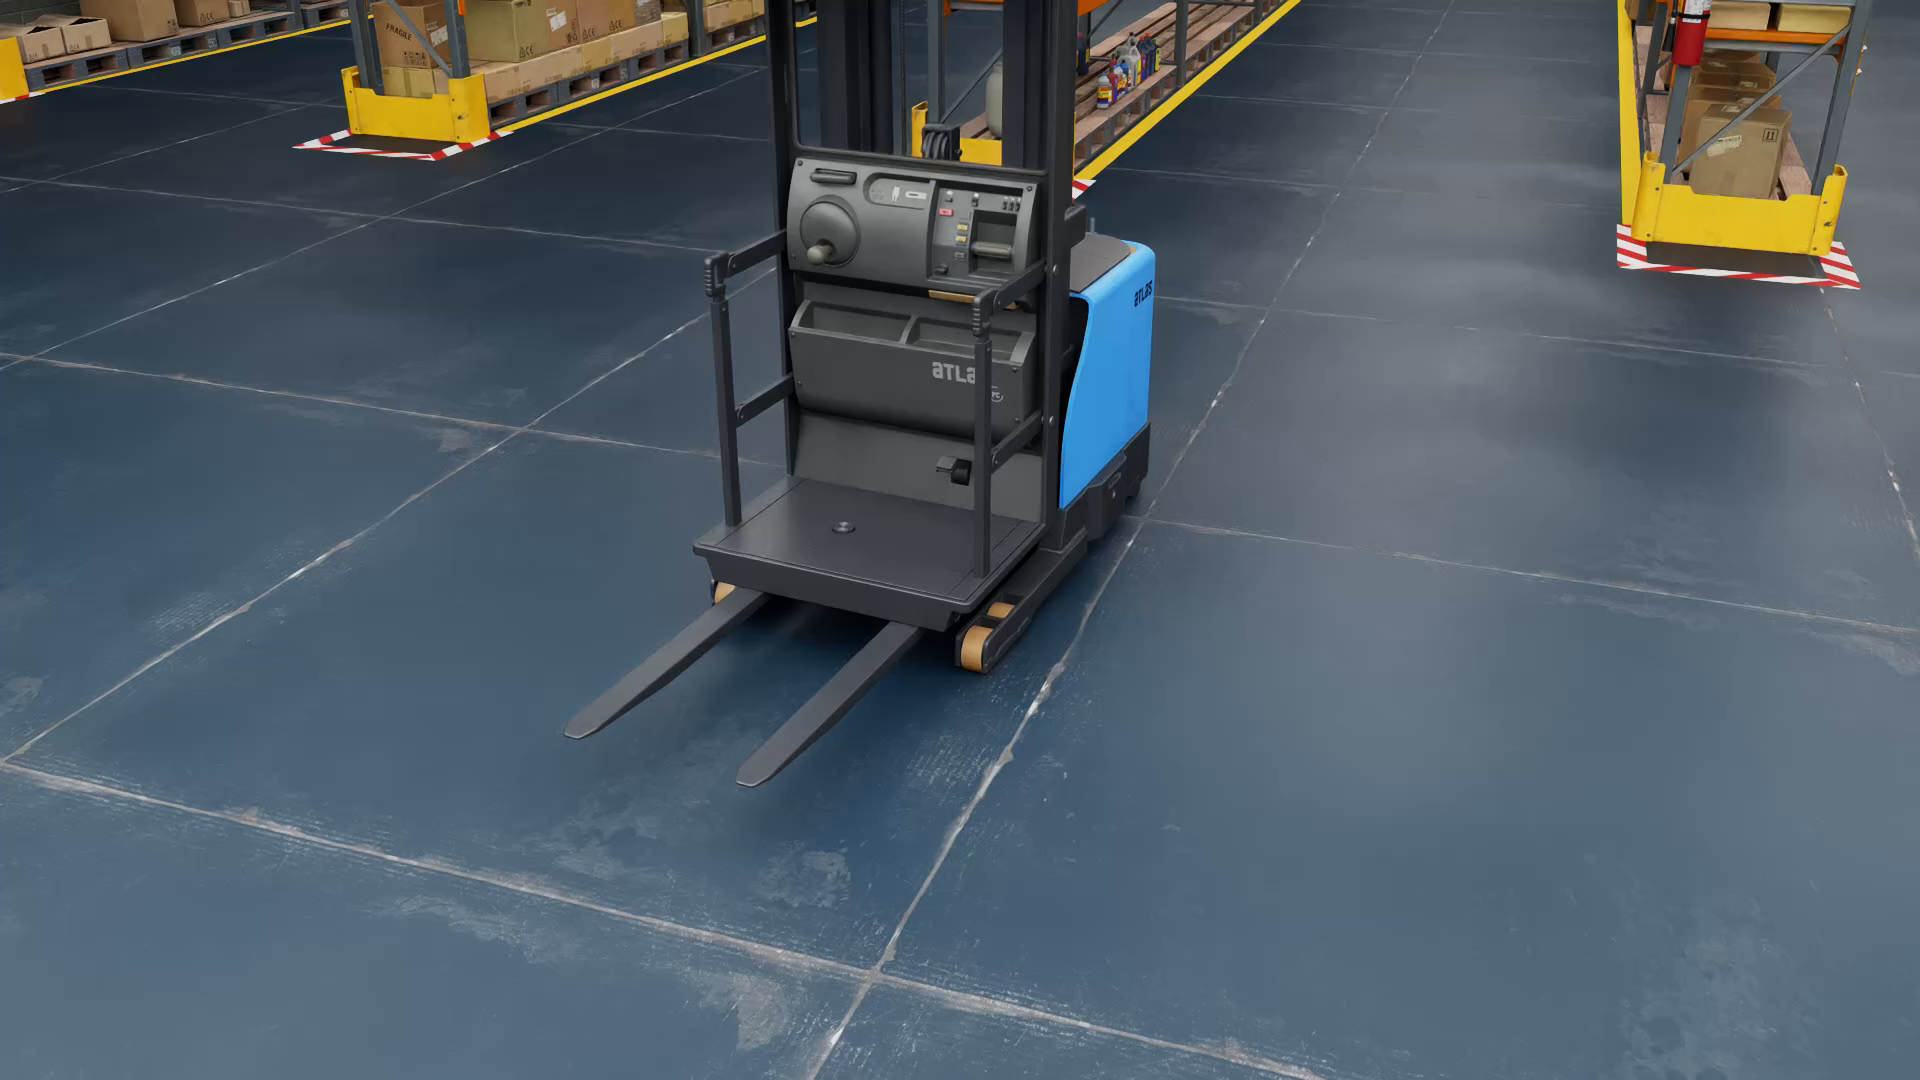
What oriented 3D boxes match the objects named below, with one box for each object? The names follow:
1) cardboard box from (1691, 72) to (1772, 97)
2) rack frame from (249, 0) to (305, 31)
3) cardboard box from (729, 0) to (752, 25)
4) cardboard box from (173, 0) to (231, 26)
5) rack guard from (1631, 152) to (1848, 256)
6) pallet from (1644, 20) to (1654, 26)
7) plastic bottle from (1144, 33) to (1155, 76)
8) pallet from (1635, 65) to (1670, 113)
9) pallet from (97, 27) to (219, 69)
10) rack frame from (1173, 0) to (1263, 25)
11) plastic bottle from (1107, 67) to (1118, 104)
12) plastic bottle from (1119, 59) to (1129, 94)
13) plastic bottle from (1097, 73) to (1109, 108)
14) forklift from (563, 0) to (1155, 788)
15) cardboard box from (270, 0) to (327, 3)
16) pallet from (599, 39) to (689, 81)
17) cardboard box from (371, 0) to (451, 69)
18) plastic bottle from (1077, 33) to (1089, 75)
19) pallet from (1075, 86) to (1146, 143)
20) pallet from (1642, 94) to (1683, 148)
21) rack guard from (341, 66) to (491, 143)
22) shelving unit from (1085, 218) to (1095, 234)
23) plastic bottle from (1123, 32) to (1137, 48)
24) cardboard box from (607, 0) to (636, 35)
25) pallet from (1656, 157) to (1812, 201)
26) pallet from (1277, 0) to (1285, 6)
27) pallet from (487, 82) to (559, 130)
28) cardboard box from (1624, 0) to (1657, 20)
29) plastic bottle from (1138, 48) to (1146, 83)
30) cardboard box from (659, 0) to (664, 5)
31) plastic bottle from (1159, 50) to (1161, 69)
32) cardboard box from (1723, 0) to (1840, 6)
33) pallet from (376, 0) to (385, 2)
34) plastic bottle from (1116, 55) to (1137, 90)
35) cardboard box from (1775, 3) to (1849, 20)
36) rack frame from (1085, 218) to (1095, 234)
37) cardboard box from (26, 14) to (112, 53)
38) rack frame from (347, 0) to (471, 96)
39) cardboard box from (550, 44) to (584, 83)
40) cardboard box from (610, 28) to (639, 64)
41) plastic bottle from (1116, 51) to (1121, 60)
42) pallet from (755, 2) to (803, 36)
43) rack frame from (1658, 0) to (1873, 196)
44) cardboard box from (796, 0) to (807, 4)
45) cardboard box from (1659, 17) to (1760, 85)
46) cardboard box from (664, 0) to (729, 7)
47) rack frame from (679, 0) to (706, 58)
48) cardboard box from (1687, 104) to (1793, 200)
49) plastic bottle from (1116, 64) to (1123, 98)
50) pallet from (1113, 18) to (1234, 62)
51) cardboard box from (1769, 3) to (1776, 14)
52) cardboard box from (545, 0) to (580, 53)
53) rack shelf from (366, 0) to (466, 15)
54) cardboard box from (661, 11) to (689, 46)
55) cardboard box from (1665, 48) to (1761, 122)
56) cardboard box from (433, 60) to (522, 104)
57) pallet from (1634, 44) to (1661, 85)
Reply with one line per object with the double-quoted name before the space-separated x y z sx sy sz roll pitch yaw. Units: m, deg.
"cardboard box" 5.546 -3.072 12.039 0.500 0.500 0.500 11 28 22
"rack frame" -7.752 -7.047 17.863 1.000 3.000 0.127 9 27 17
"cardboard box" -2.540 -5.621 17.592 0.500 0.250 0.500 9 27 19
"cardboard box" -8.060 -5.688 17.419 0.500 0.500 0.500 7 27 14
"rack guard" 4.955 -2.155 10.626 1.175 0.500 0.348 9 27 17
"pallet" 7.926 -5.594 18.061 1.003 0.211 1.213 9 27 17
"plastic bottle" 1.648 -4.310 14.744 0.144 0.351 0.185 8 27 16
"pallet" 6.519 -3.957 14.681 1.003 0.211 1.213 9 27 17
"pallet" -8.347 -5.008 16.851 1.003 0.211 1.213 9 27 17
"rack frame" 2.921 -7.254 18.291 1.000 3.000 0.127 9 27 17
"plastic bottle" 1.249 -3.732 13.629 0.061 0.283 0.133 9 27 18
"plastic bottle" 1.371 -3.902 13.993 0.097 0.271 0.097 0 26 0
"plastic bottle" 1.156 -3.637 13.445 0.097 0.271 0.097 0 26 0
"forklift" -0.264 -1.070 5.596 1.130 2.935 3.031 11 28 22
"cardboard box" -7.523 -6.425 18.941 0.700 0.500 0.500 10 27 19
"pallet" -3.384 -4.755 16.328 1.003 0.211 1.213 9 27 17
"cardboard box" -4.513 -4.239 13.876 0.500 0.500 0.500 9 27 17
"plastic bottle" 1.066 -4.324 14.773 0.144 0.351 0.185 9 27 17
"pallet" 0.923 -3.582 13.907 1.003 0.211 1.213 9 27 17
"pallet" 6.071 -3.356 13.439 1.003 0.211 1.213 9 27 17
"rack guard" -4.419 -3.552 13.512 1.175 0.500 0.348 9 27 17
"shelving unit" 0.432 -0.890 7.371 0.215 1.050 0.252 12 25 23
"plastic bottle" 1.512 -4.331 14.787 0.144 0.351 0.185 9 27 17
"cardboard box" -3.368 -4.987 15.421 0.500 0.500 0.500 9 27 17
"pallet" 5.259 -2.353 11.368 1.003 0.211 1.213 9 27 17
"pallet" 3.552 -6.829 20.612 1.003 0.211 1.213 9 27 17
"pallet" -4.196 -3.752 14.257 1.003 0.211 1.213 9 27 17
"cardboard box" 7.841 -6.049 17.758 1.225 0.875 0.875 7 27 15
"plastic bottle" 1.569 -4.128 14.445 0.061 0.283 0.133 11 28 21
"cardboard box" -3.215 -5.742 17.197 0.500 0.311 0.500 9 27 17
"plastic bottle" 1.763 -4.355 15.008 0.097 0.201 0.097 0 26 0
"cardboard box" 5.139 -3.649 10.389 0.875 0.500 0.500 9 27 17
"pallet" -7.090 -6.615 20.171 1.003 0.211 1.213 9 27 17
"plastic bottle" 1.419 -3.998 14.187 0.152 0.276 0.135 9 27 18
"cardboard box" 5.351 -3.318 10.449 0.380 0.149 0.250 9 27 17
"rack frame" 0.484 -0.933 7.473 0.200 1.050 0.008 12 25 23
"cardboard box" -8.578 -4.897 16.002 0.500 0.311 0.500 11 28 22
"rack frame" -4.411 -4.687 12.987 1.000 3.000 0.127 9 27 17
"cardboard box" -3.693 -4.238 14.733 0.500 0.250 0.500 9 27 17
"cardboard box" -3.356 -4.648 15.581 0.500 0.250 0.500 9 27 17
"plastic bottle" 1.371 -4.072 14.331 0.061 0.283 0.133 9 27 17
"pallet" -2.467 -5.887 18.666 1.003 0.211 1.213 9 27 17
"rack frame" 4.930 -3.248 10.017 1.000 3.000 0.127 9 27 17
"cardboard box" -2.032 -6.255 18.901 0.500 0.250 0.500 9 27 19
"cardboard box" 6.486 -4.214 14.376 0.700 0.500 0.500 7 27 13
"cardboard box" -2.707 -5.668 17.044 0.500 0.311 0.500 9 27 18
"rack frame" -3.079 -6.330 16.382 1.000 3.000 0.127 9 27 17
"cardboard box" 5.154 -2.567 10.995 0.500 0.500 0.500 14 29 27
"plastic bottle" 1.304 -3.819 13.821 0.097 0.271 0.097 0 26 0
"pallet" 2.219 -5.187 17.220 1.003 0.211 1.213 9 27 17
"cardboard box" 5.512 -3.524 10.875 0.380 0.149 0.250 9 27 17
"cardboard box" -3.703 -4.577 14.573 0.500 0.500 0.500 9 27 17
"rack shelf" -3.745 -5.185 14.842 1.077 0.370 4.000 9 27 17
"cardboard box" -3.028 -5.060 16.431 0.500 0.250 0.500 9 27 17
"cardboard box" 5.907 -3.561 13.049 0.500 0.500 0.500 19 32 34
"cardboard box" -4.022 -3.826 13.884 0.500 0.250 0.500 9 27 17
"pallet" 6.923 -4.460 15.720 1.003 0.211 1.213 9 27 17
